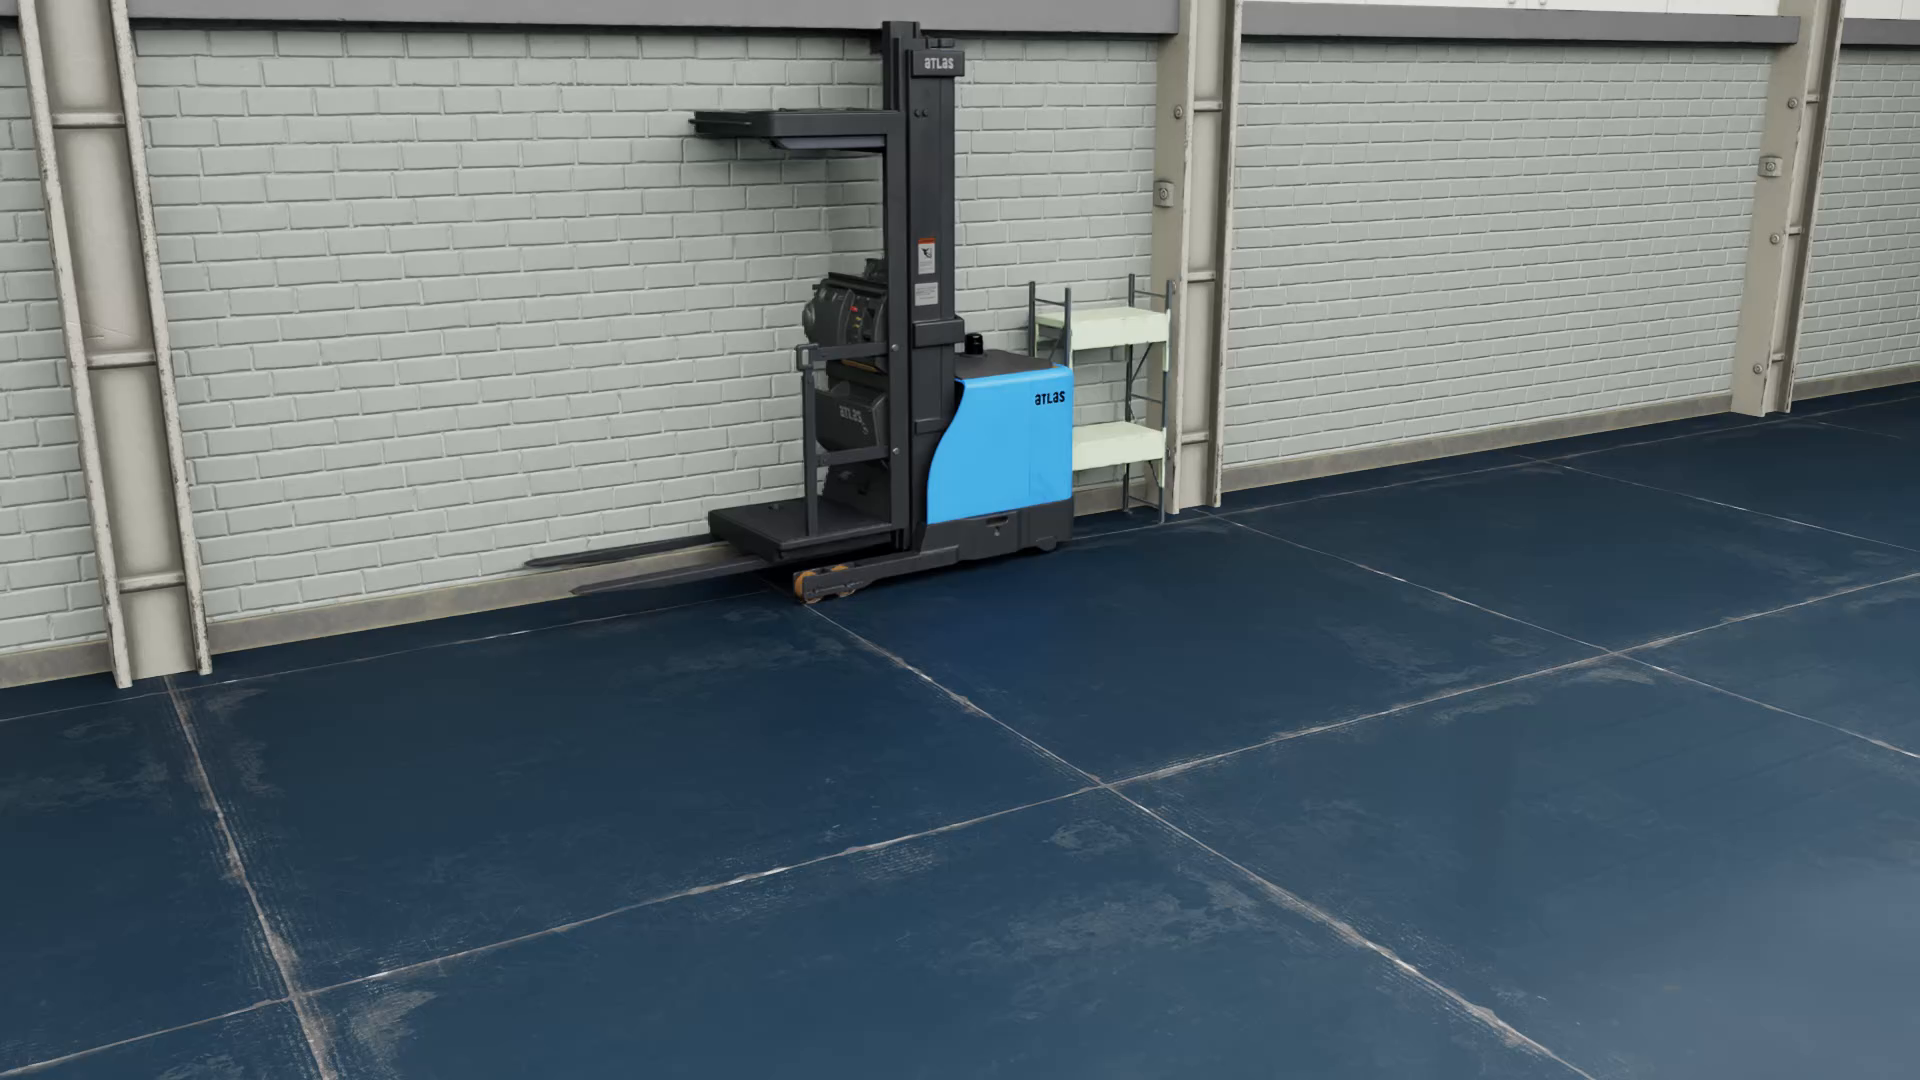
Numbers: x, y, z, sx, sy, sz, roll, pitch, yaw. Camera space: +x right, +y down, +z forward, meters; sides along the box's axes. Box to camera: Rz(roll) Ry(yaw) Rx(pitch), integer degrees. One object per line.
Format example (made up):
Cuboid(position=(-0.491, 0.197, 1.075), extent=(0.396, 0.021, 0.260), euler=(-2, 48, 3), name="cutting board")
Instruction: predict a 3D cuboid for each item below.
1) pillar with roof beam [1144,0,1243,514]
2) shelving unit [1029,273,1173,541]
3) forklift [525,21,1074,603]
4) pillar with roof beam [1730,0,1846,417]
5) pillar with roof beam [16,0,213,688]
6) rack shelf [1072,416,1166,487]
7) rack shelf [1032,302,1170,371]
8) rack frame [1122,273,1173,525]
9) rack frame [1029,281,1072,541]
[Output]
Cuboid(position=(3.647, -3.562, 5.946), extent=(0.400, 9.000, 9.100), euler=(-9, 18, -30), name="pillar with roof beam")
Cuboid(position=(0.835, -0.812, 10.029), extent=(0.755, 1.500, 0.431), euler=(-9, 18, -30), name="shelving unit")
Cuboid(position=(-0.837, -1.241, 8.906), extent=(3.031, 2.935, 1.130), euler=(-11, 19, -33), name="forklift")
Cuboid(position=(8.791, -4.396, 8.921), extent=(0.400, 9.000, 9.100), euler=(-9, 18, -30), name="pillar with roof beam")
Cuboid(position=(-1.496, -2.728, 2.970), extent=(0.400, 9.000, 9.100), euler=(-9, 18, -30), name="pillar with roof beam")
Cuboid(position=(0.835, -0.498, 10.117), extent=(0.720, 0.370, 0.431), euler=(-9, 18, -30), name="rack shelf")
Cuboid(position=(0.835, -1.188, 9.924), extent=(0.720, 0.370, 0.431), euler=(-9, 18, -30), name="rack shelf")
Cuboid(position=(1.147, -0.864, 10.214), extent=(0.023, 1.500, 0.400), euler=(-9, 18, -30), name="rack frame")
Cuboid(position=(0.523, -0.761, 9.845), extent=(0.023, 1.500, 0.400), euler=(-9, 18, -30), name="rack frame")
